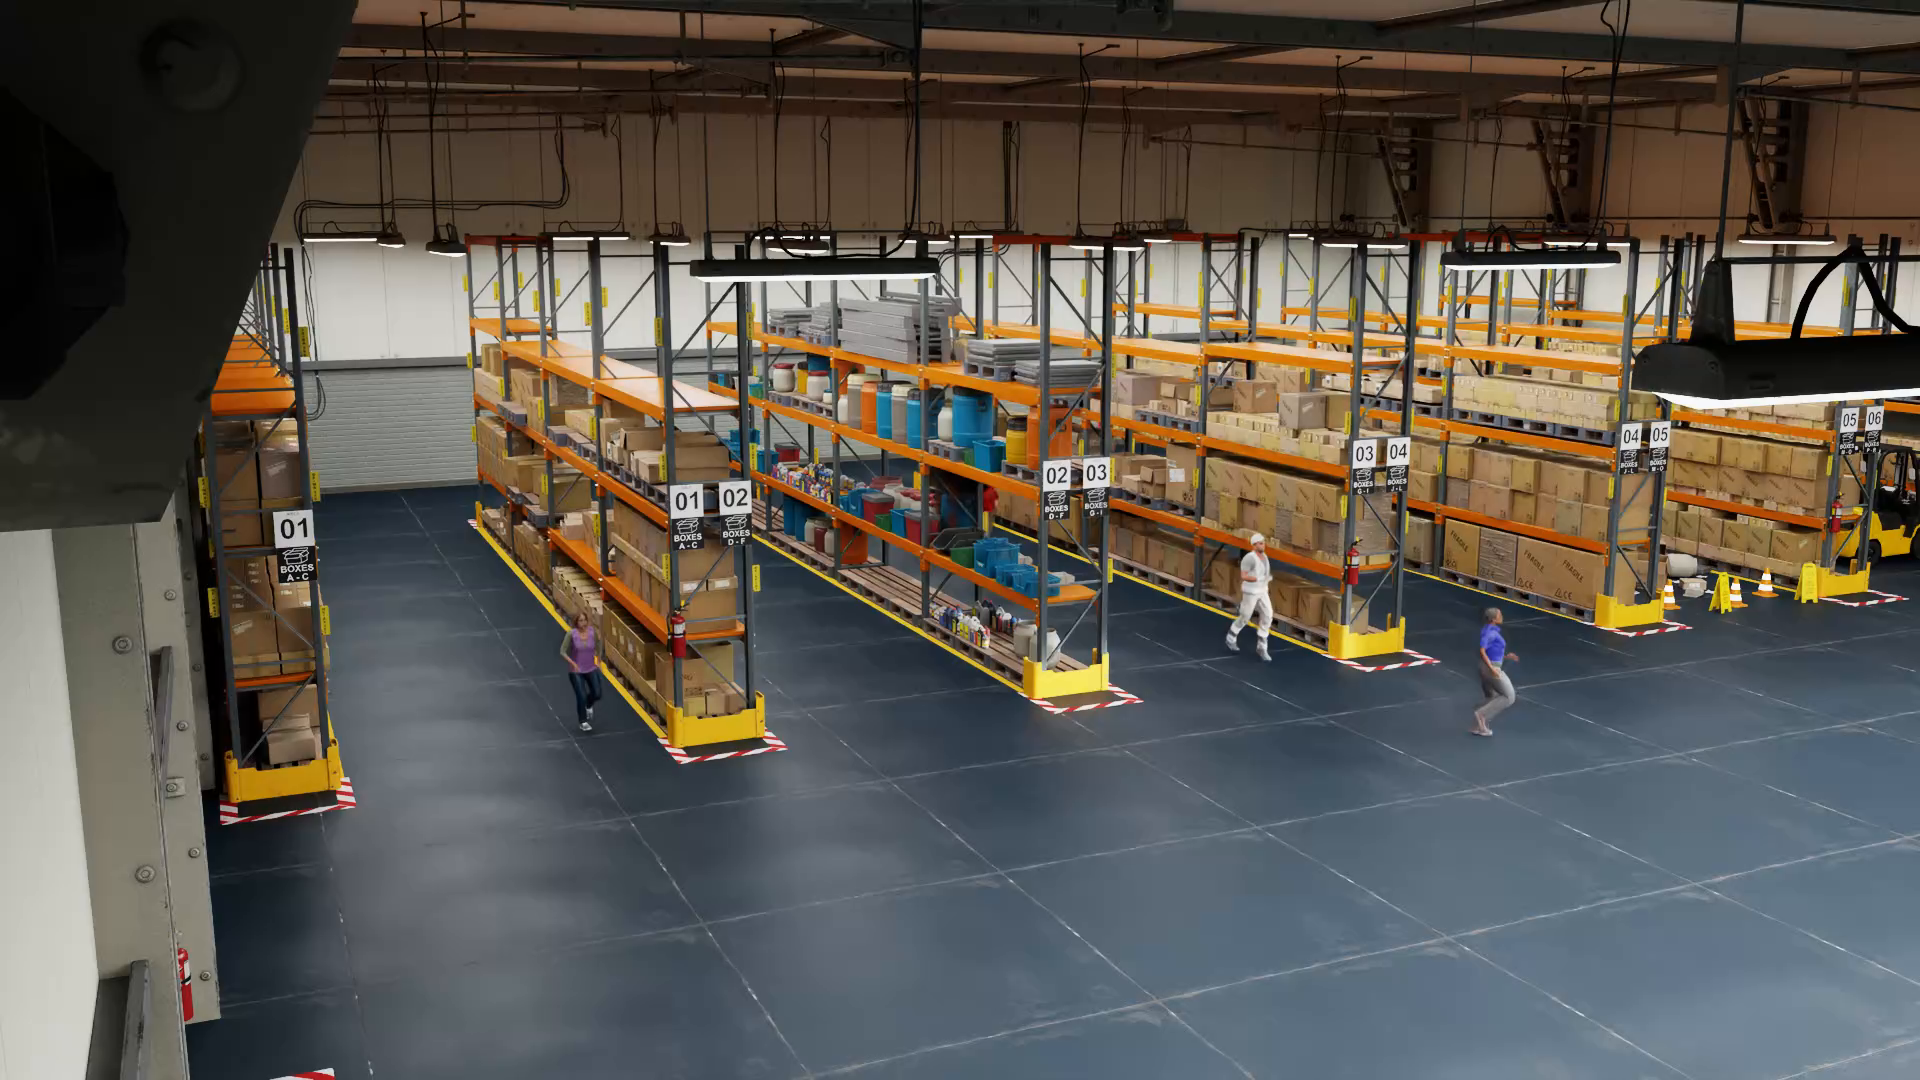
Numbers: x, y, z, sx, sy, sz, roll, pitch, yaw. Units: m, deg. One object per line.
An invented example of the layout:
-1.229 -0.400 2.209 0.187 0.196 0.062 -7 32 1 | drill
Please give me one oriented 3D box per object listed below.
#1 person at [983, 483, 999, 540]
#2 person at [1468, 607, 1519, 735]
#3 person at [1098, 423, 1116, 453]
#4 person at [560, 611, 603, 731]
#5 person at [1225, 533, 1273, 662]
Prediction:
0.456 -0.418 30.800 0.639 1.689 0.733 -7 13 -33 | person
6.605 1.629 20.507 0.570 1.606 0.561 1 11 3 | person
3.293 -1.852 38.128 0.678 1.742 0.670 -3 11 -15 | person
-4.672 1.625 20.648 0.564 1.545 0.541 -6 13 -29 | person
4.266 0.811 24.203 0.663 1.847 0.795 -9 14 -39 | person
